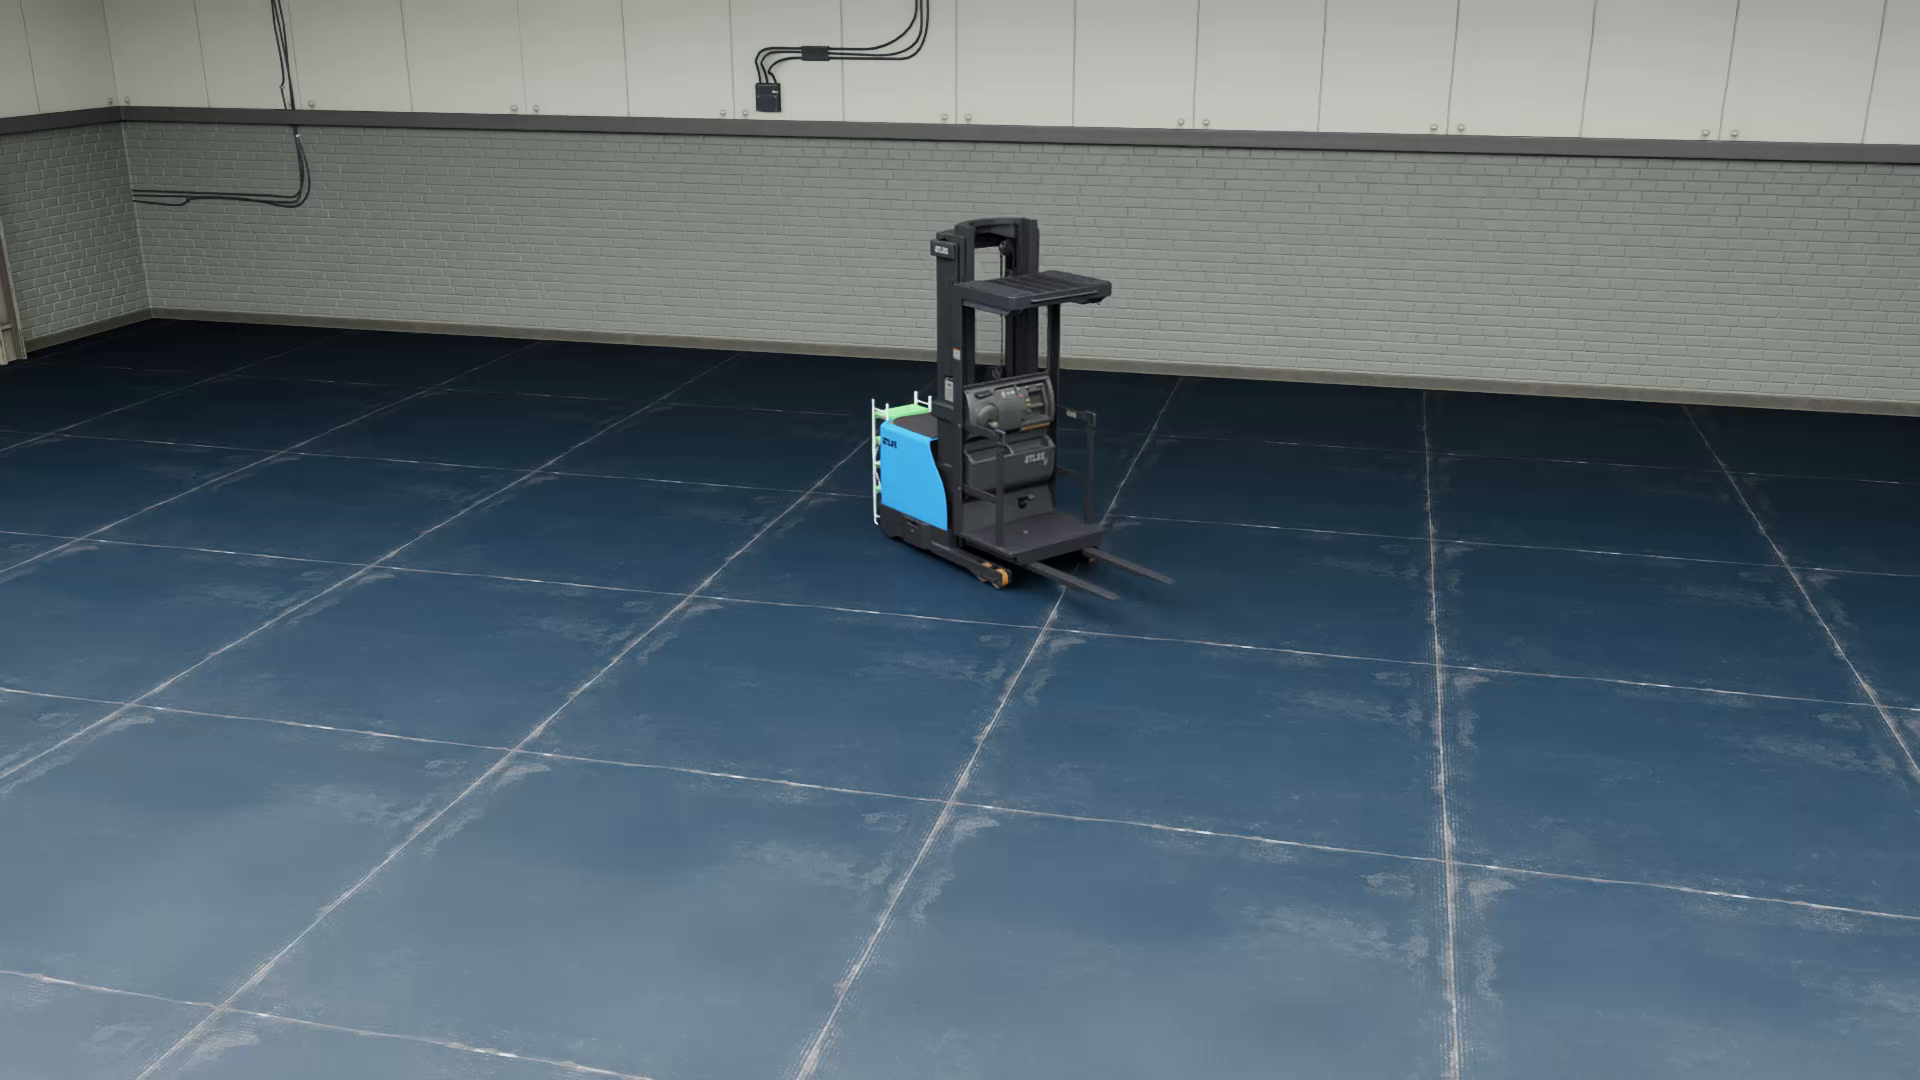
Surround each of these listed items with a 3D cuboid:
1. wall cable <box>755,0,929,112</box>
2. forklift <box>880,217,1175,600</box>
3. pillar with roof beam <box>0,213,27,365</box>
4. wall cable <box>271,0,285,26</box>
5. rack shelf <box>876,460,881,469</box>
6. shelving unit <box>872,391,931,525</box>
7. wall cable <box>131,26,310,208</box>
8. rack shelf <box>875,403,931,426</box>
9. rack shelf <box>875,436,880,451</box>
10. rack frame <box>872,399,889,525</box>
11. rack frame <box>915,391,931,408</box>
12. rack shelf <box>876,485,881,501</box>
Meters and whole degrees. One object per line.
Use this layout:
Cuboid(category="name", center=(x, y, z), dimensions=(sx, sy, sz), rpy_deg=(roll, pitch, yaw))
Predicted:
Cuboid(category="wall cable", center=(-1.517, -8.324, 20.373), dimensions=(2.305, 6.003, 0.169), rpy_deg=(5, 19, 13))
Cuboid(category="forklift", center=(0.559, -1.160, 14.050), dimensions=(1.130, 2.935, 3.031), rpy_deg=(-14, 23, -35))
Cuboid(category="pillar with roof beam", center=(-8.547, -6.310, 19.739), dimensions=(9.100, 9.000, 0.400), rpy_deg=(5, 19, 13))
Cuboid(category="wall cable", center=(-8.096, -8.176, 22.192), dimensions=(3.097, 2.526, 0.112), rpy_deg=(5, 19, 13))
Cuboid(category="rack shelf", center=(-0.537, -0.684, 15.533), dimensions=(0.480, 0.148, 0.258), rpy_deg=(-14, 23, -36))
Cuboid(category="shelving unit", center=(-0.537, -0.745, 15.512), dimensions=(0.503, 1.200, 0.258), rpy_deg=(-14, 23, -36))
Cuboid(category="wall cable", center=(-10.719, -5.999, 23.634), dimensions=(3.097, 2.526, 0.112), rpy_deg=(5, 19, 13))
Cuboid(category="rack shelf", center=(-0.537, -1.139, 15.378), dimensions=(0.480, 0.148, 0.258), rpy_deg=(-14, 23, -36))
Cuboid(category="rack shelf", center=(-0.537, -0.912, 15.455), dimensions=(0.480, 0.148, 0.258), rpy_deg=(-14, 23, -36))
Cuboid(category="rack frame", center=(-0.729, -0.696, 15.370), dimensions=(0.015, 1.200, 0.240), rpy_deg=(-14, 23, -36))
Cuboid(category="rack frame", center=(-0.345, -0.794, 15.655), dimensions=(0.015, 1.200, 0.240), rpy_deg=(-14, 23, -36))
Cuboid(category="rack shelf", center=(-0.537, -0.457, 15.611), dimensions=(0.480, 0.148, 0.258), rpy_deg=(-14, 23, -36))
